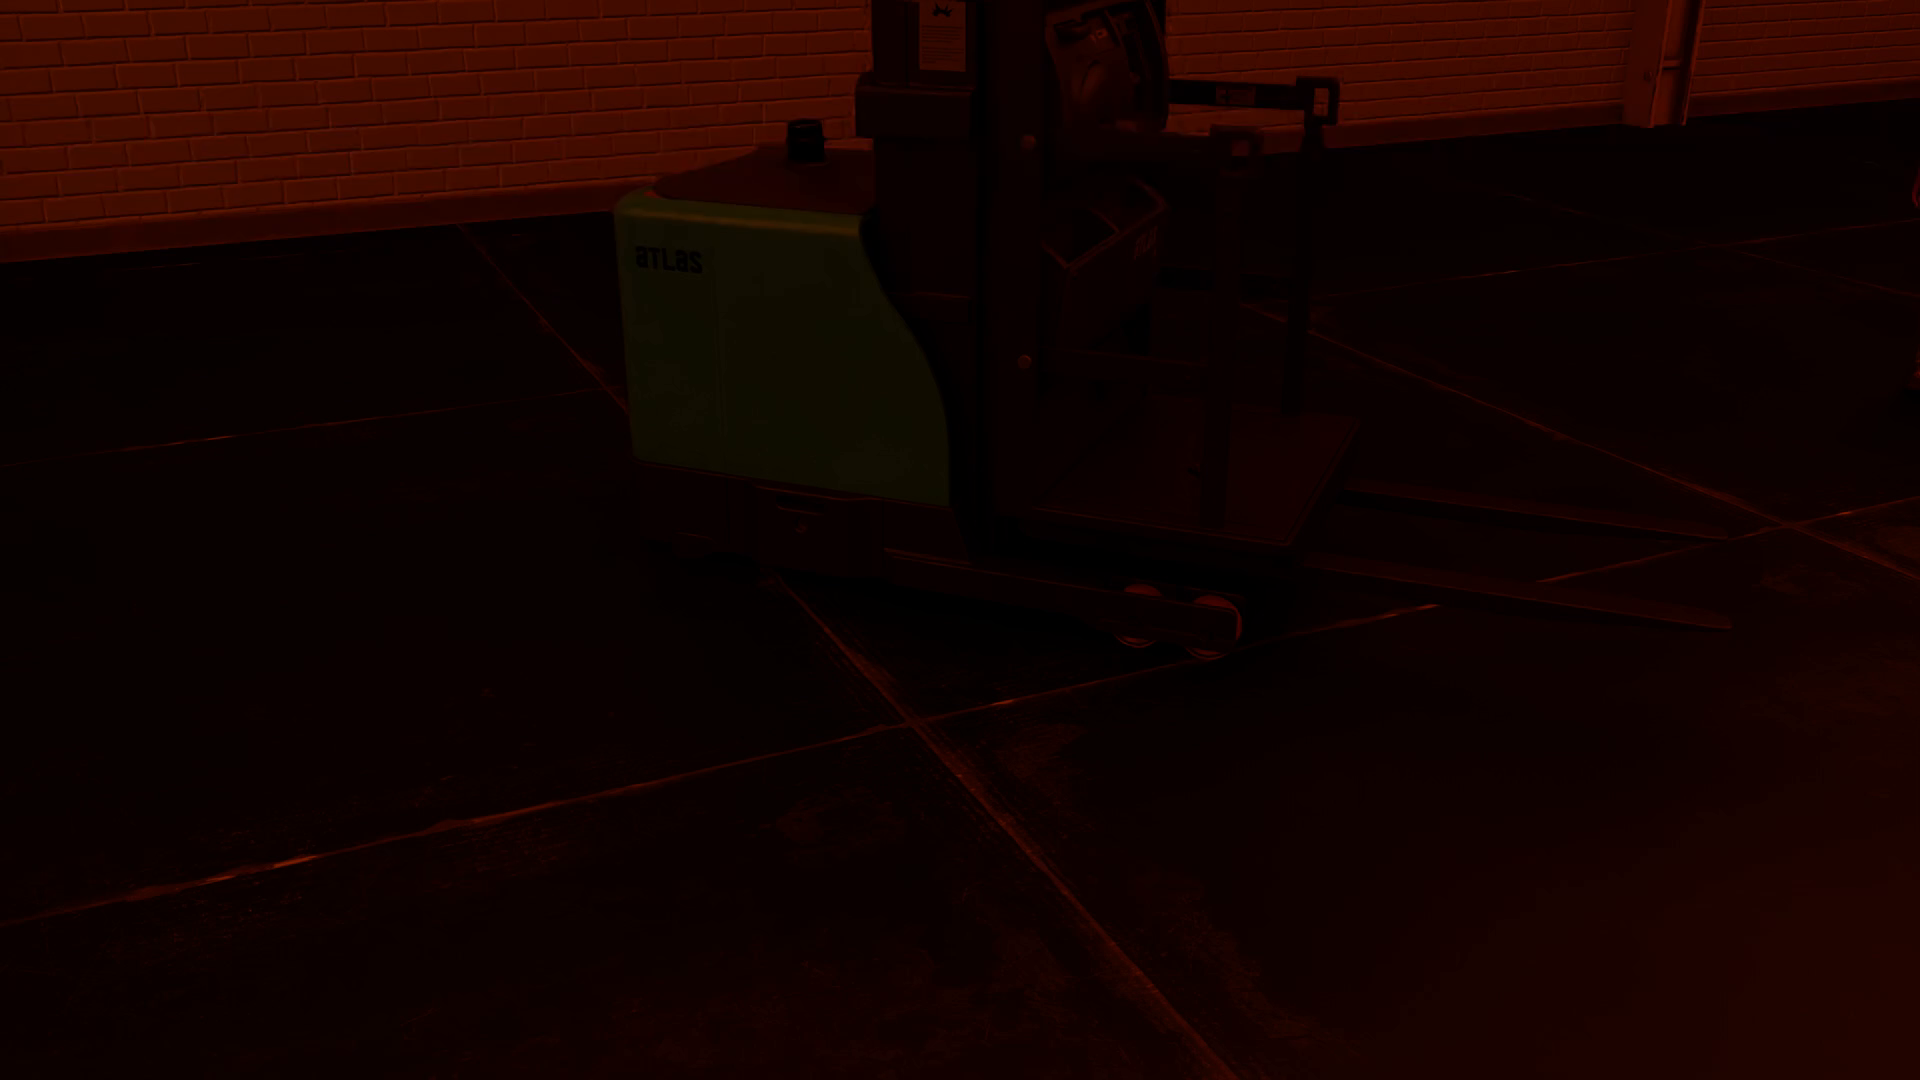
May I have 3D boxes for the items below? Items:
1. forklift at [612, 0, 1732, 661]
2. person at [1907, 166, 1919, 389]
[{"bbox_3d":[0.583,-1.270,4.344,3.031,2.935,1.130,9,24,20],"label":"forklift"},{"bbox_3d":[3.833,-1.272,5.983,0.517,1.808,0.671,-18,29,-37],"label":"person"}]
